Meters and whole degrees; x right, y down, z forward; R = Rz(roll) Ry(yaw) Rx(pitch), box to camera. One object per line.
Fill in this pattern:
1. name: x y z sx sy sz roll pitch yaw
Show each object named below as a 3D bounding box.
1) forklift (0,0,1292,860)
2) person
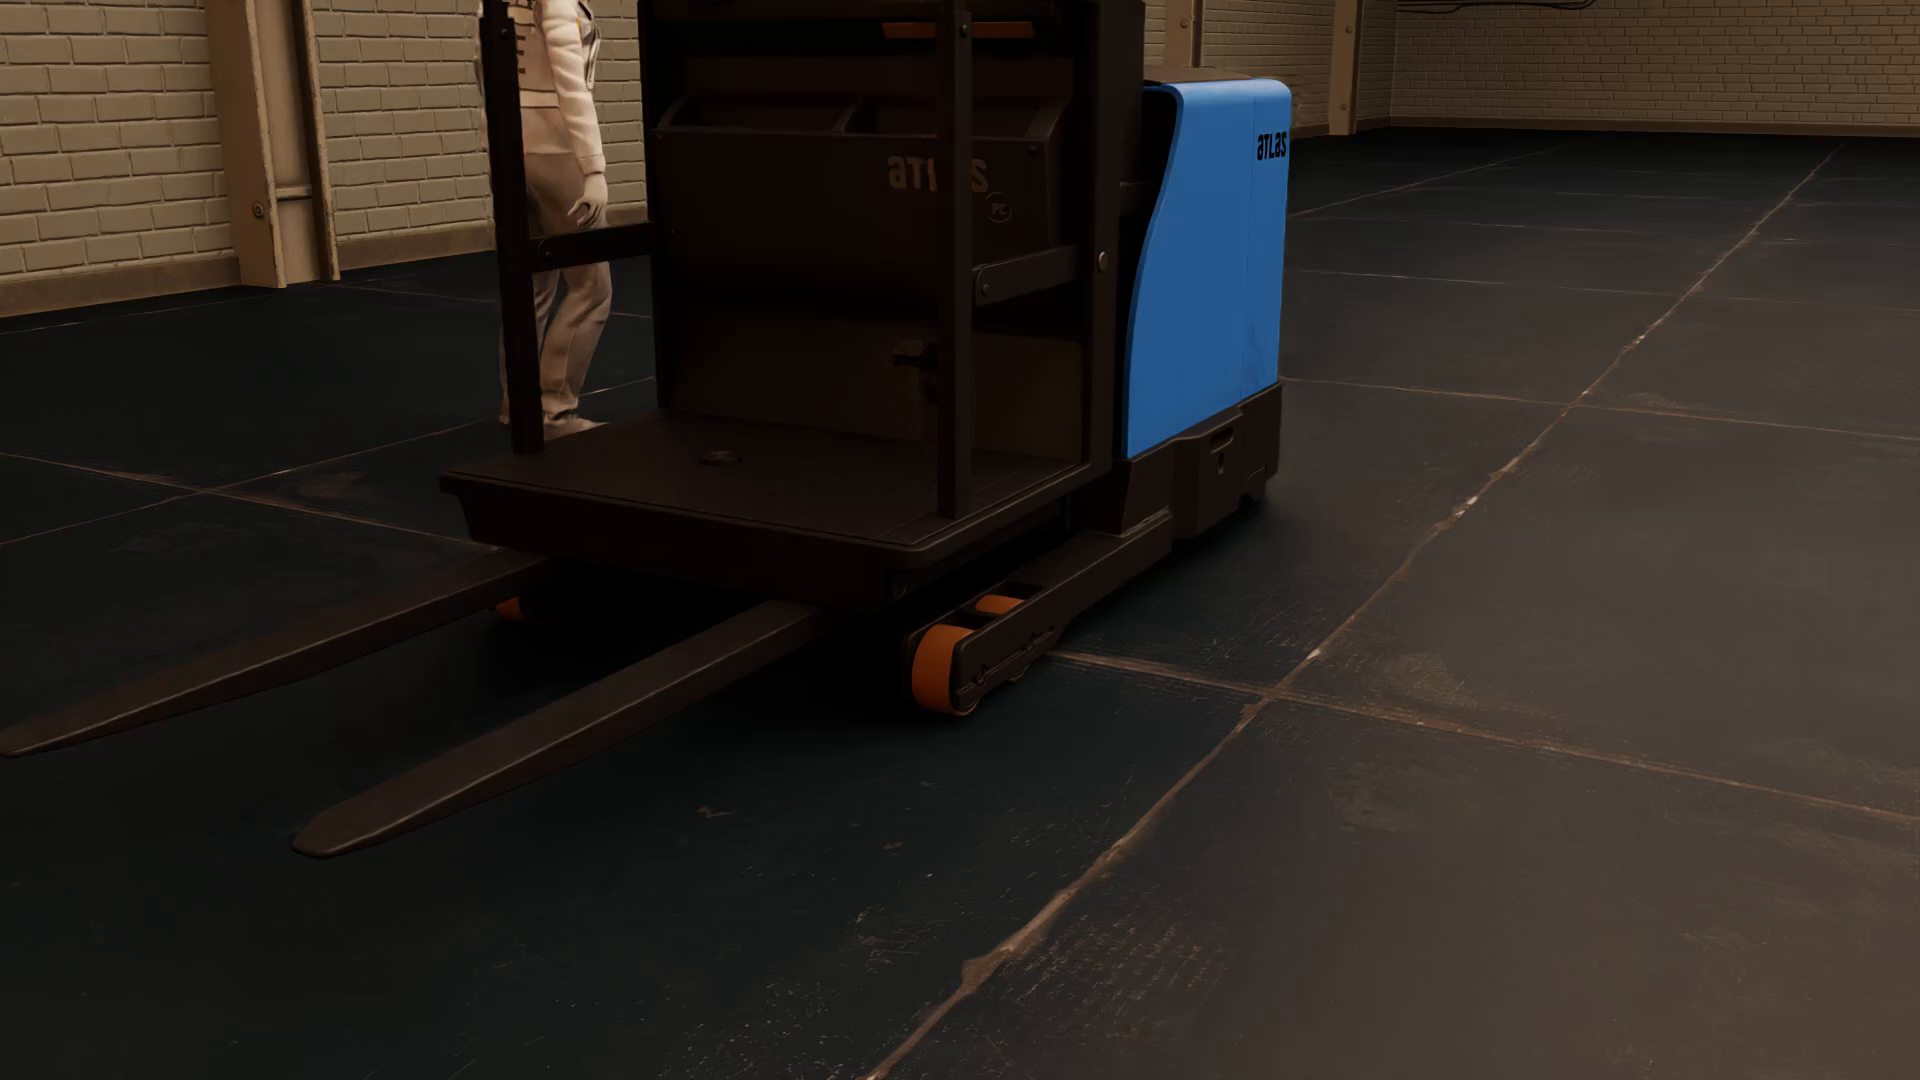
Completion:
1. forklift: -0.314 -1.236 3.048 1.130 2.935 3.031 9 19 28
2. person: -1.215 -1.106 4.900 0.374 1.642 0.718 -14 22 -40
